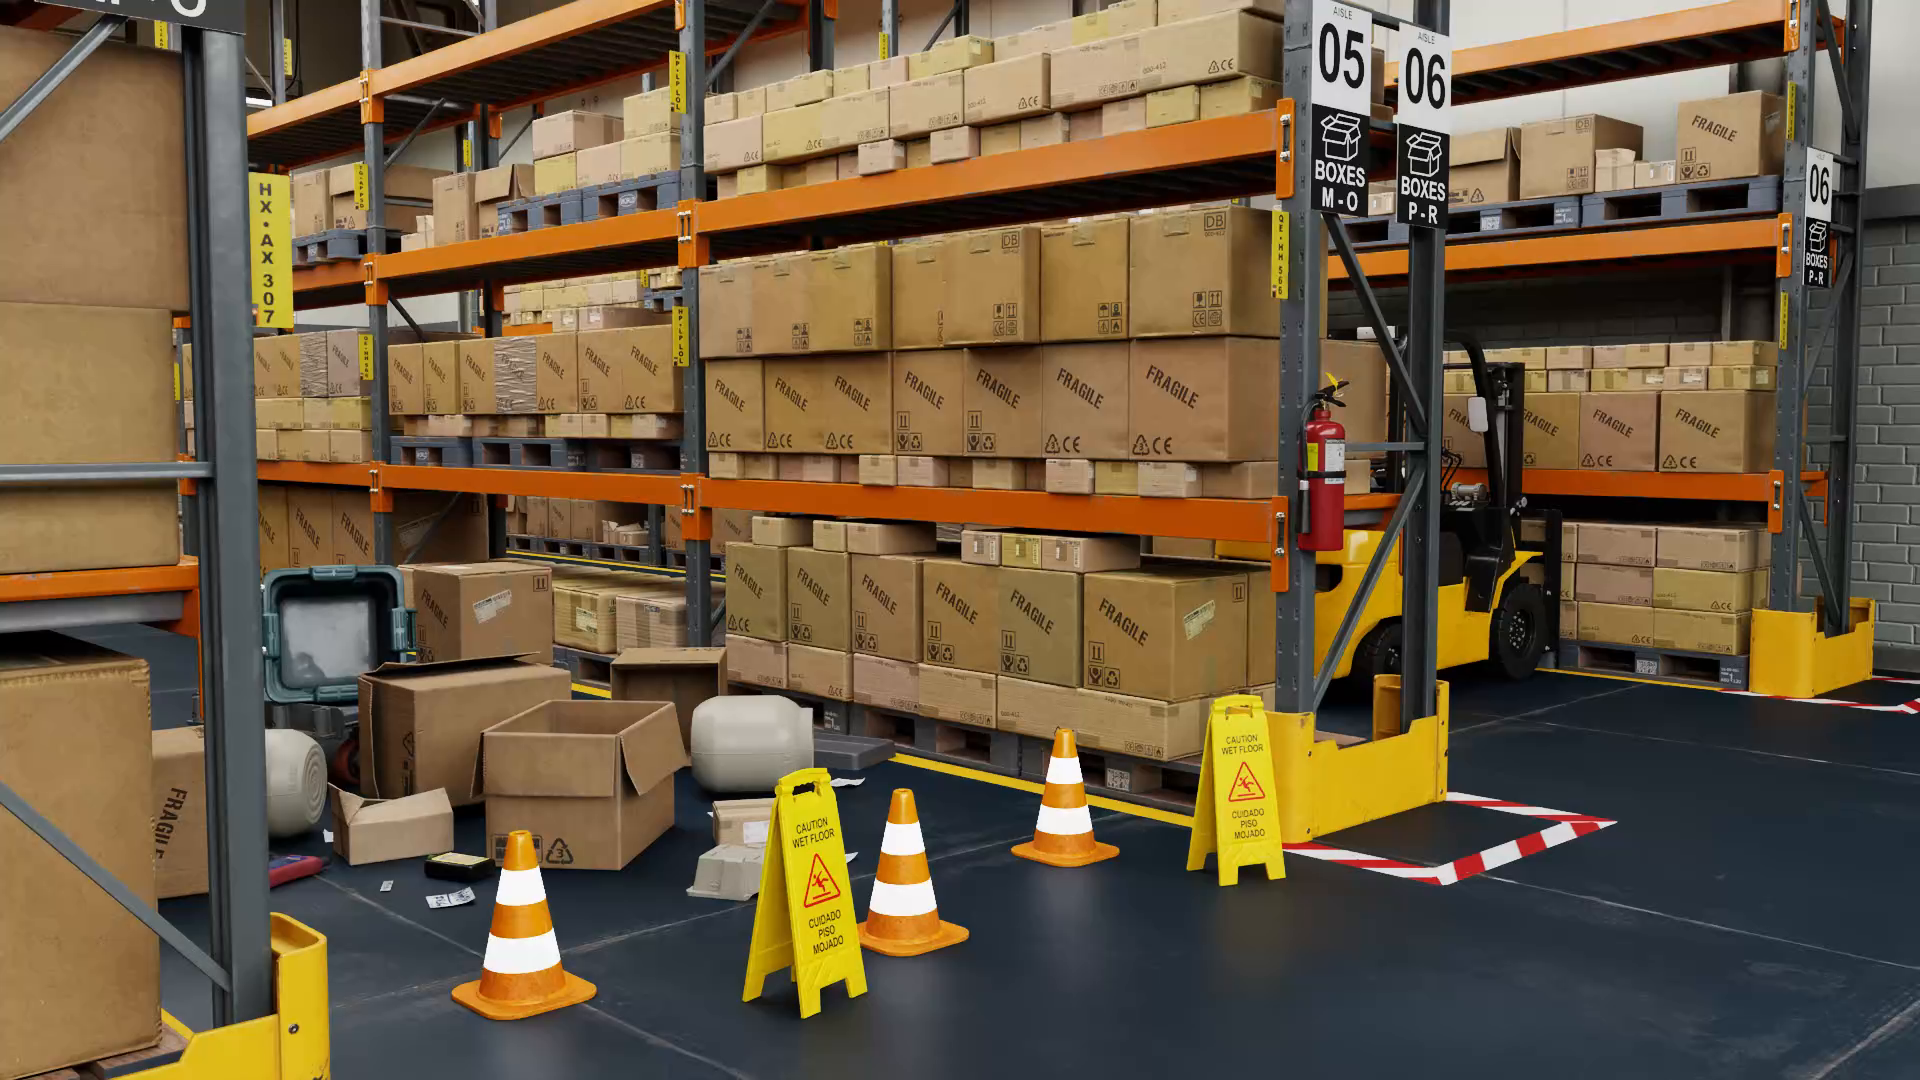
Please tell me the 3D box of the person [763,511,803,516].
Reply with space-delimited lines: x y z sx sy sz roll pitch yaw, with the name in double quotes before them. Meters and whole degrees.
"person" -1.215 -0.044 11.894 0.423 1.627 0.564 4 5 43
